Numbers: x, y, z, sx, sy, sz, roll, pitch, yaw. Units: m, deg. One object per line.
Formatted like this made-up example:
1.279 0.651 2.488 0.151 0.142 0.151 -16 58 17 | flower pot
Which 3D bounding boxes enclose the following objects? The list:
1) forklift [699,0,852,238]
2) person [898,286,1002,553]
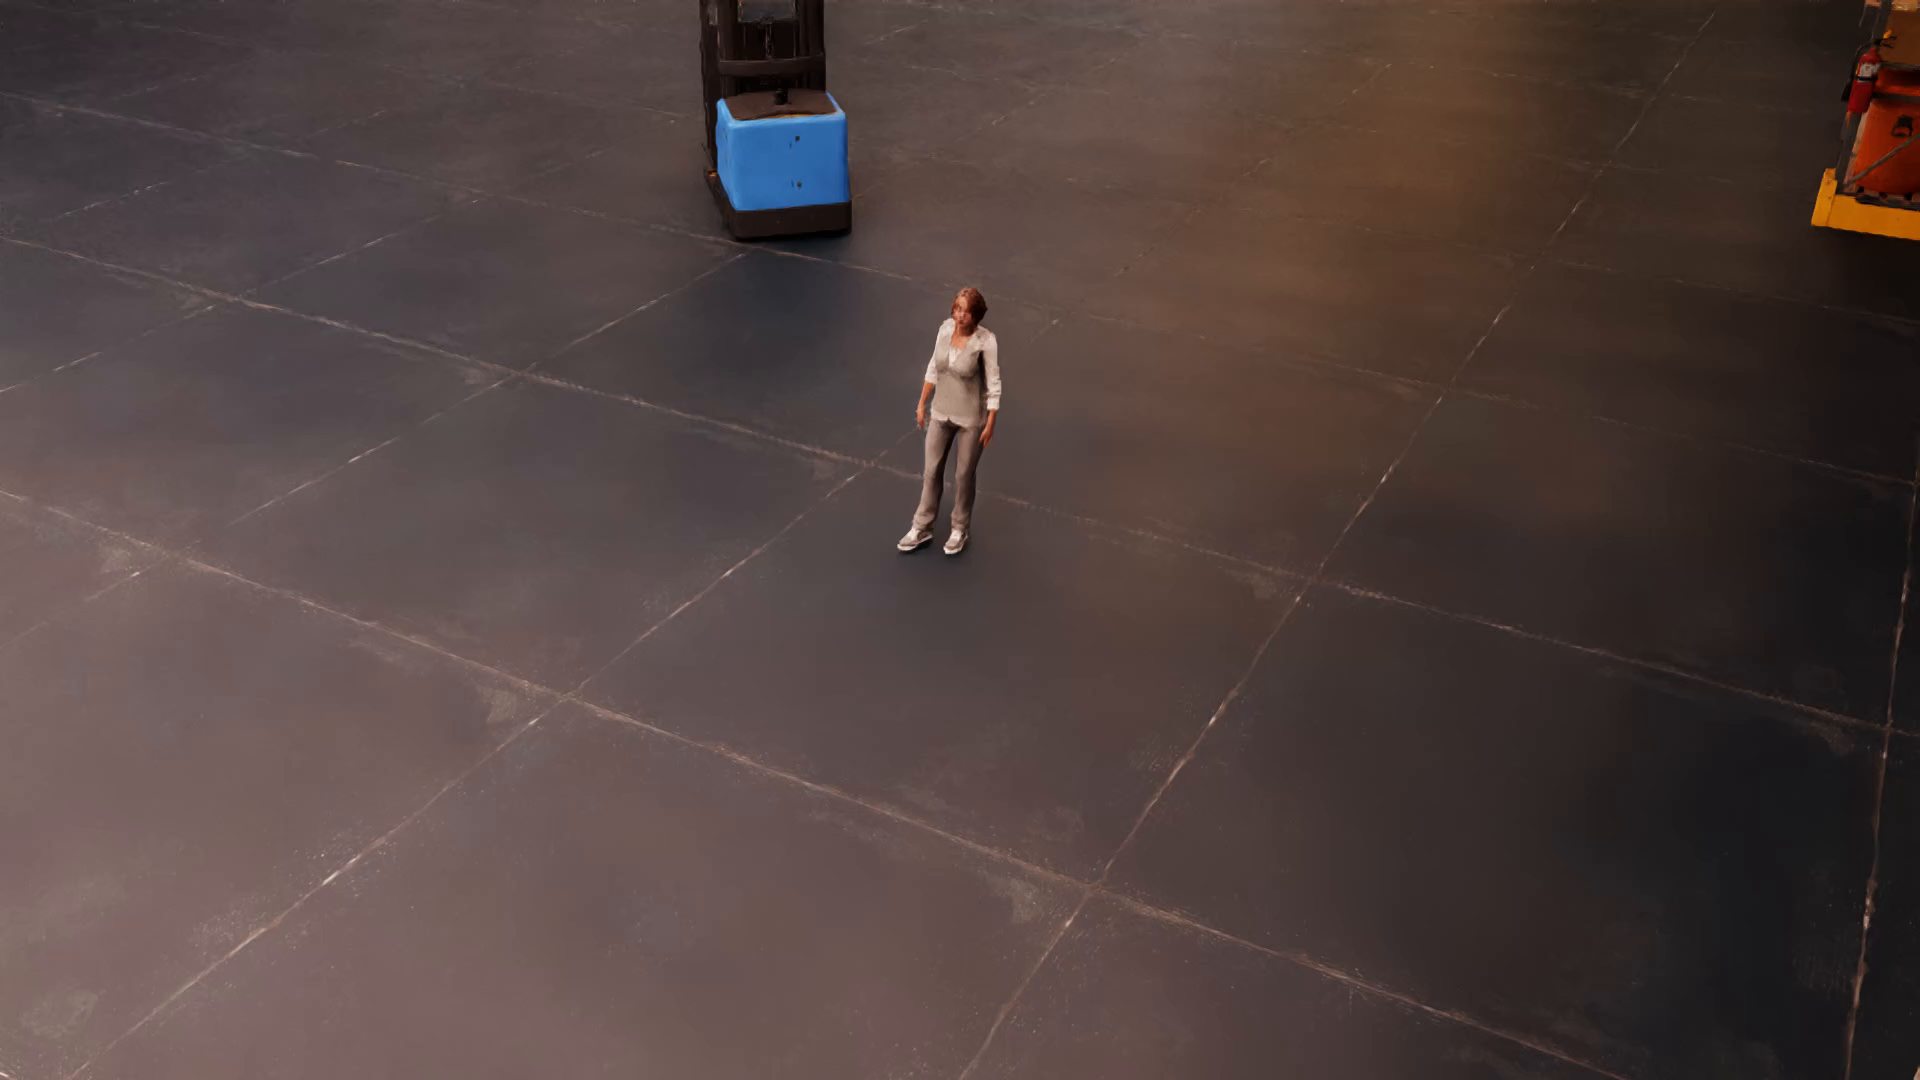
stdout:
-1.821 -4.611 15.060 1.130 2.935 3.031 -8 31 -13 | forklift
-0.048 -0.666 9.551 0.521 1.591 0.474 15 33 25 | person
